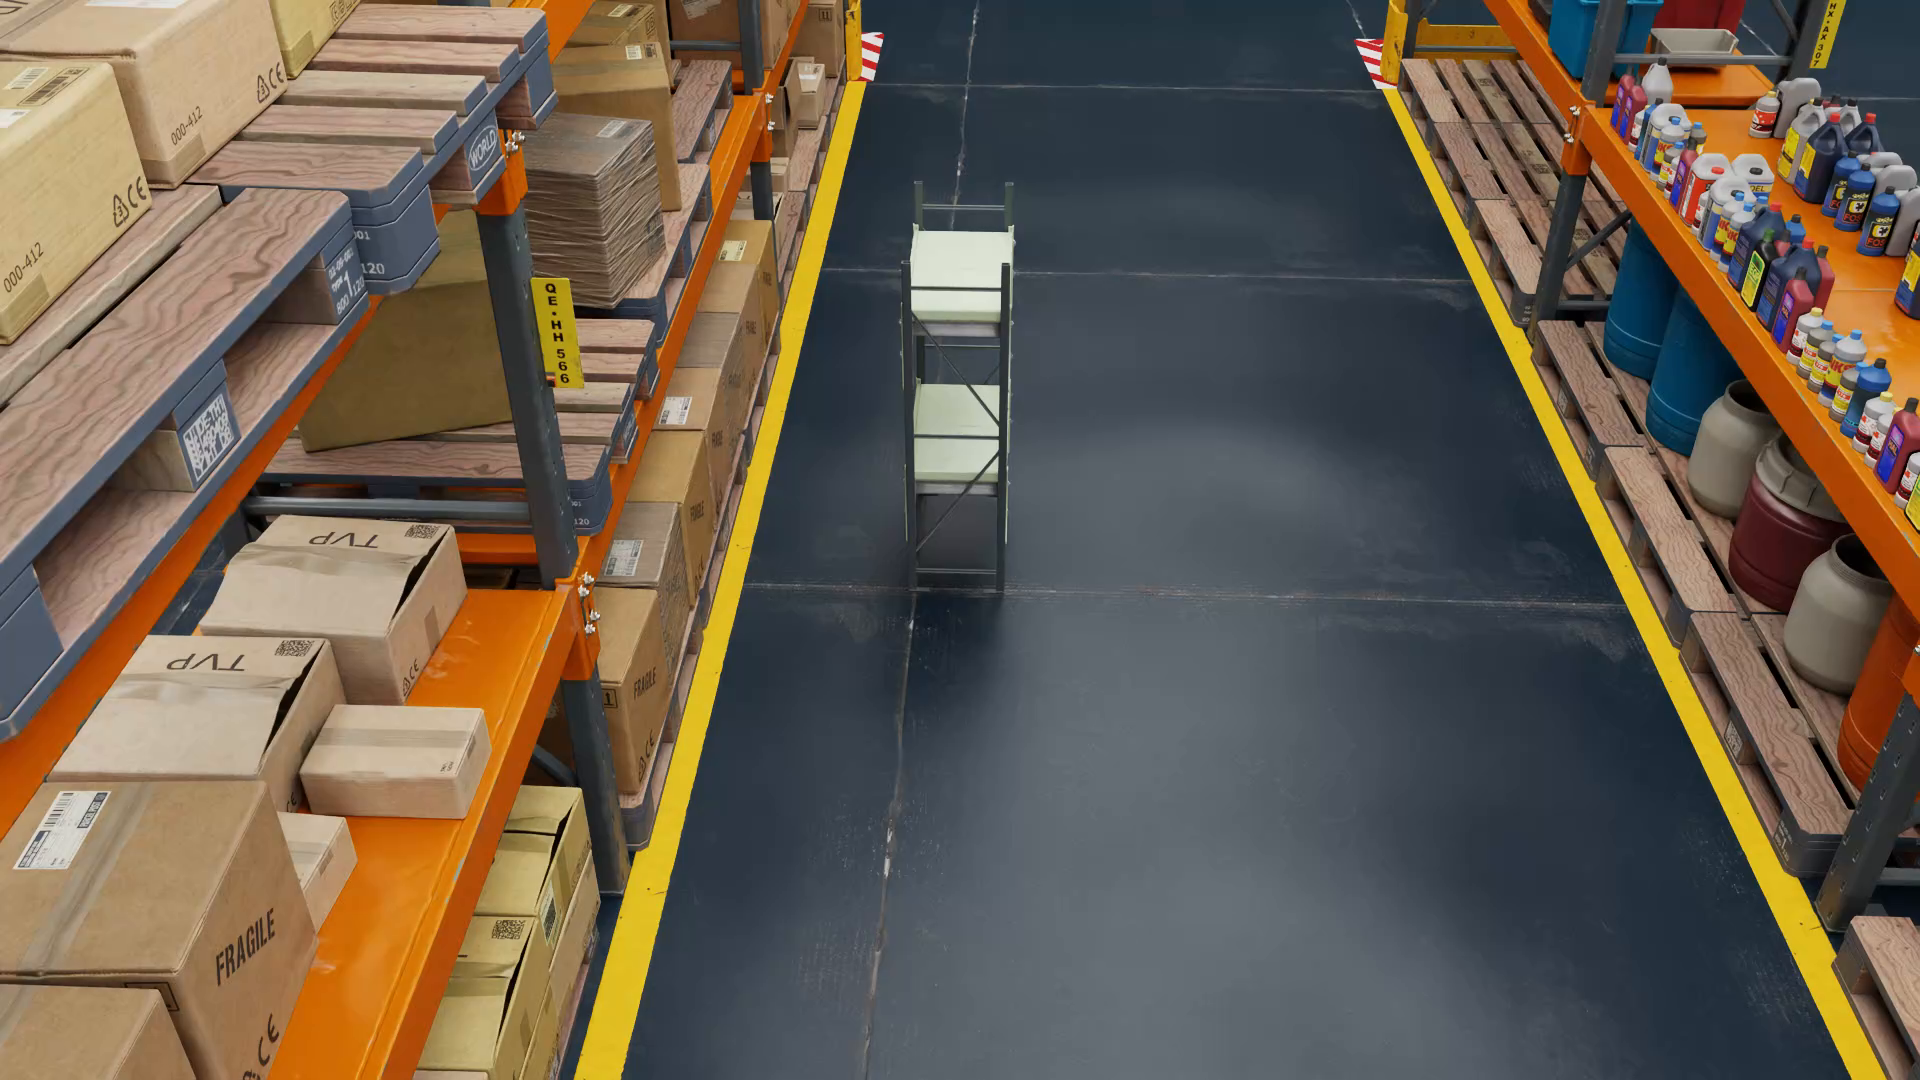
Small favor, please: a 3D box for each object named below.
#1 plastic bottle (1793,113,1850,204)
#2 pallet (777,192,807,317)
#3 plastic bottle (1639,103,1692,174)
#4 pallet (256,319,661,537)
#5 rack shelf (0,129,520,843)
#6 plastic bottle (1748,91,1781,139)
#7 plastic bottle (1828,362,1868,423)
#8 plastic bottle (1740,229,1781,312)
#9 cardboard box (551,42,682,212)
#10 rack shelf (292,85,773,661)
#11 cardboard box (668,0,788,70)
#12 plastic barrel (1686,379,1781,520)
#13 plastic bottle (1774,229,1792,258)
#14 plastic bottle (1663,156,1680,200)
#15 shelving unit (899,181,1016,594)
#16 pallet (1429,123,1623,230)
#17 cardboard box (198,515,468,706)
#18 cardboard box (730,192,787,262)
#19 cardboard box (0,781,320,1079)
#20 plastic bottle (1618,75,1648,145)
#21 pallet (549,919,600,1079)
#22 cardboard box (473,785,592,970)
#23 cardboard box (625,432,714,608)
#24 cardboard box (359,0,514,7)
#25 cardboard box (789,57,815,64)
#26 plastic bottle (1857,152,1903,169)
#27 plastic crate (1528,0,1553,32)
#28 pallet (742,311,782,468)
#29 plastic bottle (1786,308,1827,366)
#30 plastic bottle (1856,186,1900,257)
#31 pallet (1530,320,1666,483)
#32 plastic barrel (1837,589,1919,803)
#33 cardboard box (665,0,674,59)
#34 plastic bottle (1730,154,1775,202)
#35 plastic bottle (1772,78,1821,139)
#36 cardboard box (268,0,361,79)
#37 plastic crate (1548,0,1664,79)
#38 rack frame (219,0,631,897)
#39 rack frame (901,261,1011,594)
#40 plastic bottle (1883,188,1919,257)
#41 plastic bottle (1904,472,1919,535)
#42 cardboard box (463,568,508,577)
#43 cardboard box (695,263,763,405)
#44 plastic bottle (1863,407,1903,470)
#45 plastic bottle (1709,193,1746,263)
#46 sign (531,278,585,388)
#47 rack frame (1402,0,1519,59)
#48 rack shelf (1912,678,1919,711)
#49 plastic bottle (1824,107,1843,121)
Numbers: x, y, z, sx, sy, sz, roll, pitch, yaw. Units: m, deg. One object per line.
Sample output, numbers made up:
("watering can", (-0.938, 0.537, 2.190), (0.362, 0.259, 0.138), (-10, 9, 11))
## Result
("plastic bottle", (3.628, -1.606, 6.969), (0.144, 0.351, 0.185), (1, 35, 2))
("pallet", (-1.431, -1.635, 9.393), (1.003, 0.211, 1.213), (1, 35, 2))
("plastic bottle", (3.075, -1.746, 7.234), (0.152, 0.276, 0.135), (1, 35, 2))
("pallet", (-1.663, -0.396, 5.371), (1.213, 0.211, 1.003), (1, 35, 2))
("rack shelf", (-1.701, 0.133, 2.469), (1.077, 0.370, 4.000), (1, 35, 2))
("plastic bottle", (3.671, -1.942, 7.577), (0.097, 0.201, 0.097), (0, 35, 0))
("plastic bottle", (2.963, -0.494, 5.517), (0.097, 0.201, 0.097), (0, 35, 0))
("plastic bottle", (2.977, -1.001, 6.166), (0.061, 0.283, 0.133), (1, 35, 2))
("cardboard box", (-1.469, -1.577, 6.434), (0.700, 0.500, 0.500), (-7, 36, -10))
("rack shelf", (-1.540, -0.938, 6.601), (1.077, 0.370, 4.000), (1, 35, 2))
("cardboard box", (-1.167, -2.709, 8.408), (0.500, 0.500, 0.500), (2, 35, 3))
("plastic barrel", (3.310, -0.377, 6.976), (0.421, 0.512, 0.421), (0, 35, 0))
("plastic bottle", (3.038, -0.999, 6.164), (0.061, 0.283, 0.133), (1, 35, 2))
("plastic bottle", (3.036, -1.538, 7.003), (0.097, 0.201, 0.097), (0, 35, 0))
("shelving unit", (0.000, -0.610, 6.813), (0.431, 1.500, 0.755), (1, 35, 2))
("pallet", (3.526, -2.250, 10.268), (1.003, 0.211, 1.213), (1, 35, 2))
("cardboard box", (-1.679, 0.161, 4.489), (0.500, 0.311, 0.500), (3, 35, 5))
("cardboard box", (-1.227, -1.697, 9.012), (0.500, 0.311, 0.500), (1, 35, 2))
("cardboard box", (-1.672, 0.840, 3.358), (0.500, 0.500, 0.500), (0, 35, -1))
("plastic bottle", (3.043, -1.939, 7.502), (0.061, 0.283, 0.133), (1, 35, 2))
("pallet", (-1.693, 1.530, 4.890), (1.003, 0.211, 1.213), (1, 35, 2))
("cardboard box", (-1.395, 0.947, 4.832), (0.500, 0.311, 0.500), (2, 35, 3))
("cardboard box", (-1.276, -0.084, 6.552), (0.500, 0.500, 0.500), (1, 35, 1))
("cardboard box", (-1.637, -1.603, 4.226), (0.910, 0.500, 0.500), (1, 35, 2))
("cardboard box", (-1.181, -3.151, 11.207), (0.380, 0.166, 0.250), (1, 35, 2))
("plastic bottle", (3.762, -1.480, 6.856), (0.152, 0.276, 0.135), (1, 35, 2))
("plastic crate", (3.266, -2.826, 8.849), (0.437, 0.125, 0.590), (1, 35, 2))
("pallet", (-1.455, -0.772, 8.165), (1.003, 0.211, 1.213), (1, 35, 2))
("plastic bottle", (2.978, -0.717, 5.835), (0.097, 0.201, 0.097), (0, 35, 0))
("plastic bottle", (3.622, -1.260, 6.546), (0.097, 0.271, 0.097), (0, 35, 0))
("pallet", (3.417, -0.681, 8.036), (1.003, 0.211, 1.213), (1, 35, 2))
("plastic barrel", (3.331, 0.468, 5.497), (0.600, 0.830, 0.708), (1, 35, 2))
("cardboard box", (-1.696, -2.715, 8.418), (0.500, 0.500, 0.500), (2, 35, 3))
("plastic bottle", (3.205, -1.421, 6.771), (0.152, 0.276, 0.135), (1, 35, 2))
("plastic bottle", (3.797, -1.980, 7.566), (0.152, 0.276, 0.135), (1, 35, 2))
("cardboard box", (-1.582, -1.159, 3.447), (0.500, 0.250, 0.500), (-1, 35, -2))
("plastic crate", (3.167, -2.559, 8.244), (0.392, 0.384, 0.575), (1, 35, 2))
("rack frame", (-1.620, -0.083, 4.759), (1.000, 3.000, 0.127), (1, 35, 2))
("rack frame", (-0.015, -0.399, 6.514), (0.400, 1.500, 0.023), (1, 35, 2))
("plastic bottle", (3.747, -1.270, 6.556), (0.152, 0.276, 0.135), (1, 35, 2))
("plastic bottle", (2.919, -0.161, 4.972), (0.061, 0.283, 0.133), (1, 35, 2))
("cardboard box", (-1.819, -0.122, 5.955), (0.500, 0.250, 0.500), (3, 35, 4))
("cardboard box", (-1.222, -0.964, 7.805), (0.500, 0.500, 0.500), (1, 35, 2))
("plastic bottle", (2.951, -0.326, 5.278), (0.097, 0.201, 0.097), (0, 35, 0))
("plastic bottle", (3.012, -1.224, 6.494), (0.097, 0.271, 0.097), (0, 35, 0))
("sign", (-1.066, -0.546, 4.411), (0.100, 0.325, 0.005), (1, 35, 2))
("rack frame", (3.650, -4.563, 11.134), (1.000, 3.000, 0.127), (1, 35, 2))
("rack shelf", (3.248, 1.477, 3.165), (1.077, 0.370, 4.000), (1, 35, 2))
("plastic bottle", (3.782, -1.770, 7.268), (0.152, 0.276, 0.135), (1, 35, 2))
